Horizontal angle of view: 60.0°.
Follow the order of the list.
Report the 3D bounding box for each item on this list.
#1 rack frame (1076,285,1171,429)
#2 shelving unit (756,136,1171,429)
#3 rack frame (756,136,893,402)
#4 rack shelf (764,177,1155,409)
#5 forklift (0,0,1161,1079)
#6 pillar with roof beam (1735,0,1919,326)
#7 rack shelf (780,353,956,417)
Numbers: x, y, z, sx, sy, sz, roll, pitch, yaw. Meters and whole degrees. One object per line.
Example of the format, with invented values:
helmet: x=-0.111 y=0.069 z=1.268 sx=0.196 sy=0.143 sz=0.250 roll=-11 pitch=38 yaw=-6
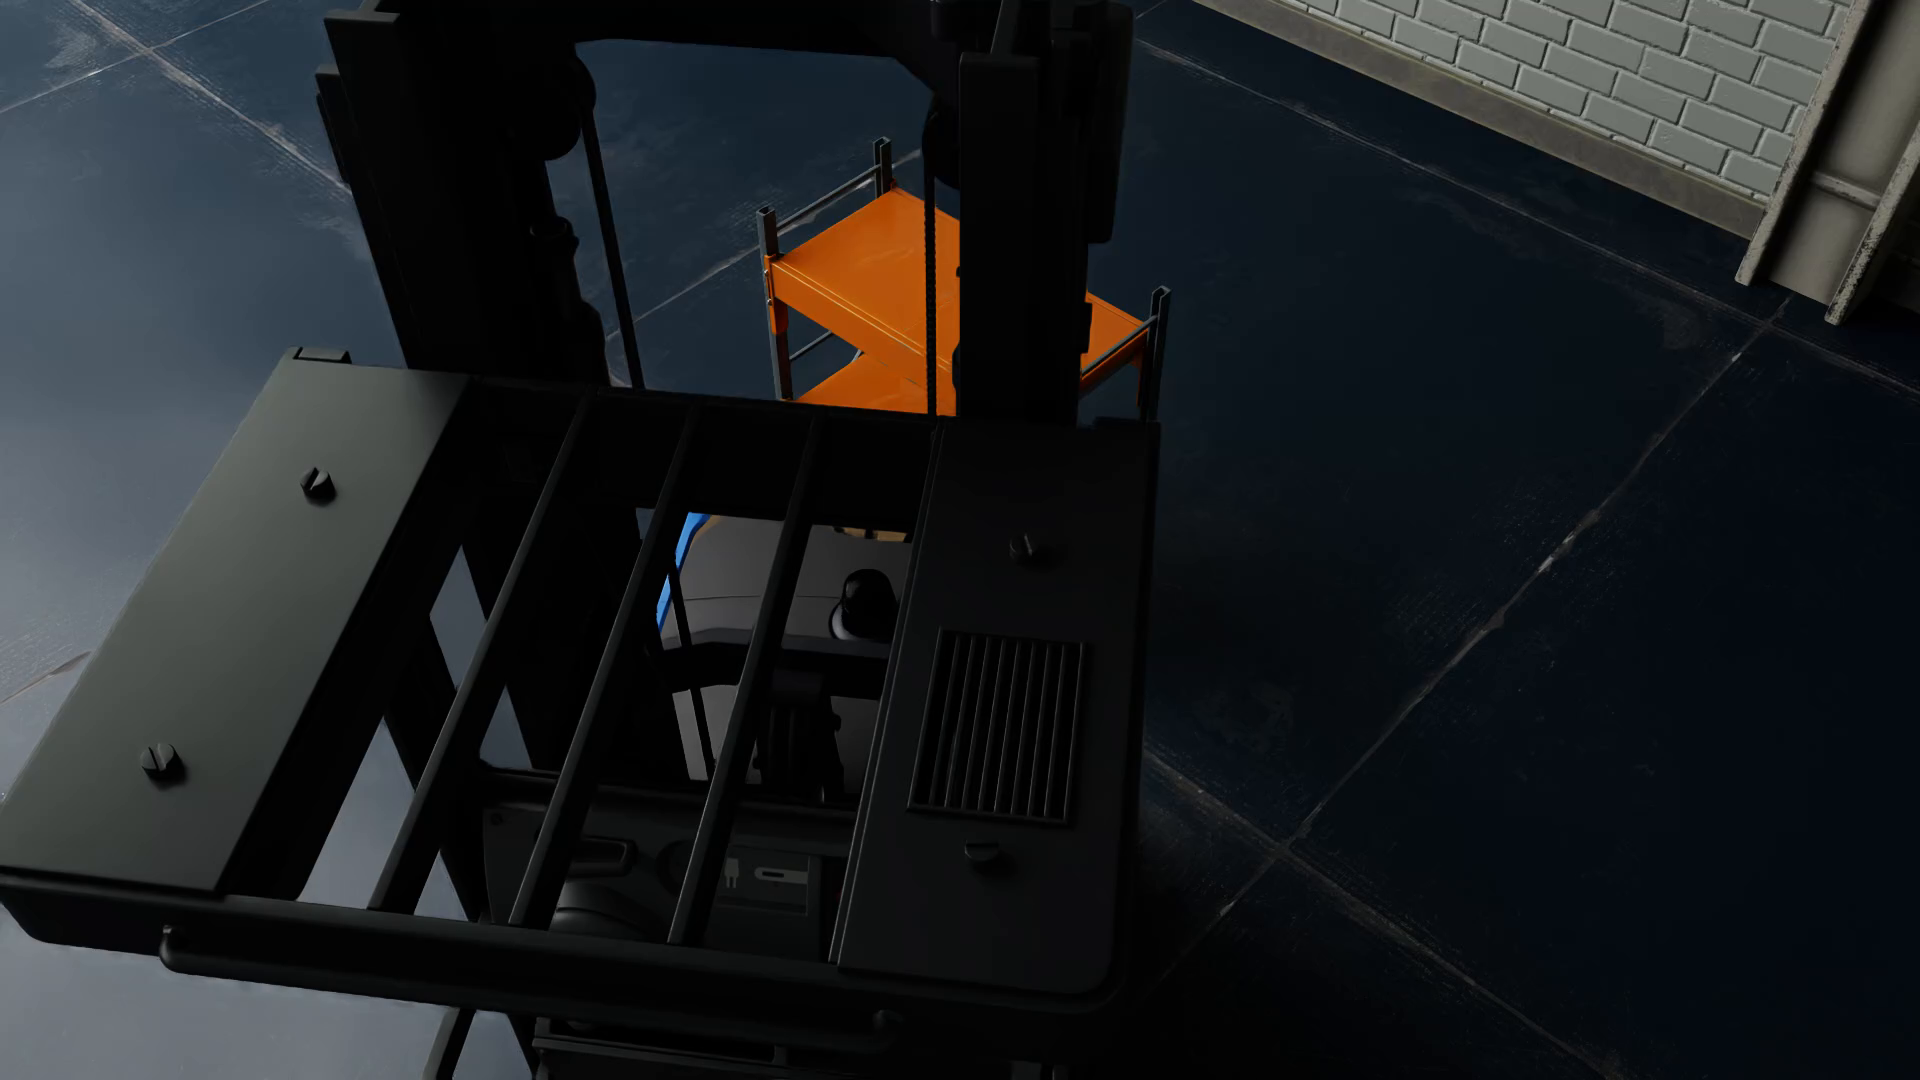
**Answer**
rack frame: x=0.369 y=-0.137 z=4.607 sx=0.032 sy=1.125 sz=0.500 roll=34 pitch=55 yaw=28
shelving unit: x=-0.005 y=-0.388 z=4.843 sx=1.048 sy=1.125 sz=0.538 roll=34 pitch=55 yaw=28
rack frame: x=-0.379 y=-0.640 z=5.079 sx=0.032 sy=1.125 sz=0.500 roll=34 pitch=55 yaw=28
rack shelf: x=-0.005 y=-0.589 z=4.630 sx=1.000 sy=0.278 sz=0.538 roll=34 pitch=55 yaw=28
forklift: x=-0.337 y=0.733 z=2.551 sx=1.130 sy=2.935 sz=3.031 roll=5 pitch=47 yaw=5
pillar with roof beam: x=0.195 y=-1.721 z=0.693 sx=0.400 sy=9.000 sz=9.100 roll=34 pitch=55 yaw=28
rack shelf: x=-0.005 y=-0.221 z=5.021 sx=1.000 sy=0.278 sz=0.538 roll=34 pitch=55 yaw=28
